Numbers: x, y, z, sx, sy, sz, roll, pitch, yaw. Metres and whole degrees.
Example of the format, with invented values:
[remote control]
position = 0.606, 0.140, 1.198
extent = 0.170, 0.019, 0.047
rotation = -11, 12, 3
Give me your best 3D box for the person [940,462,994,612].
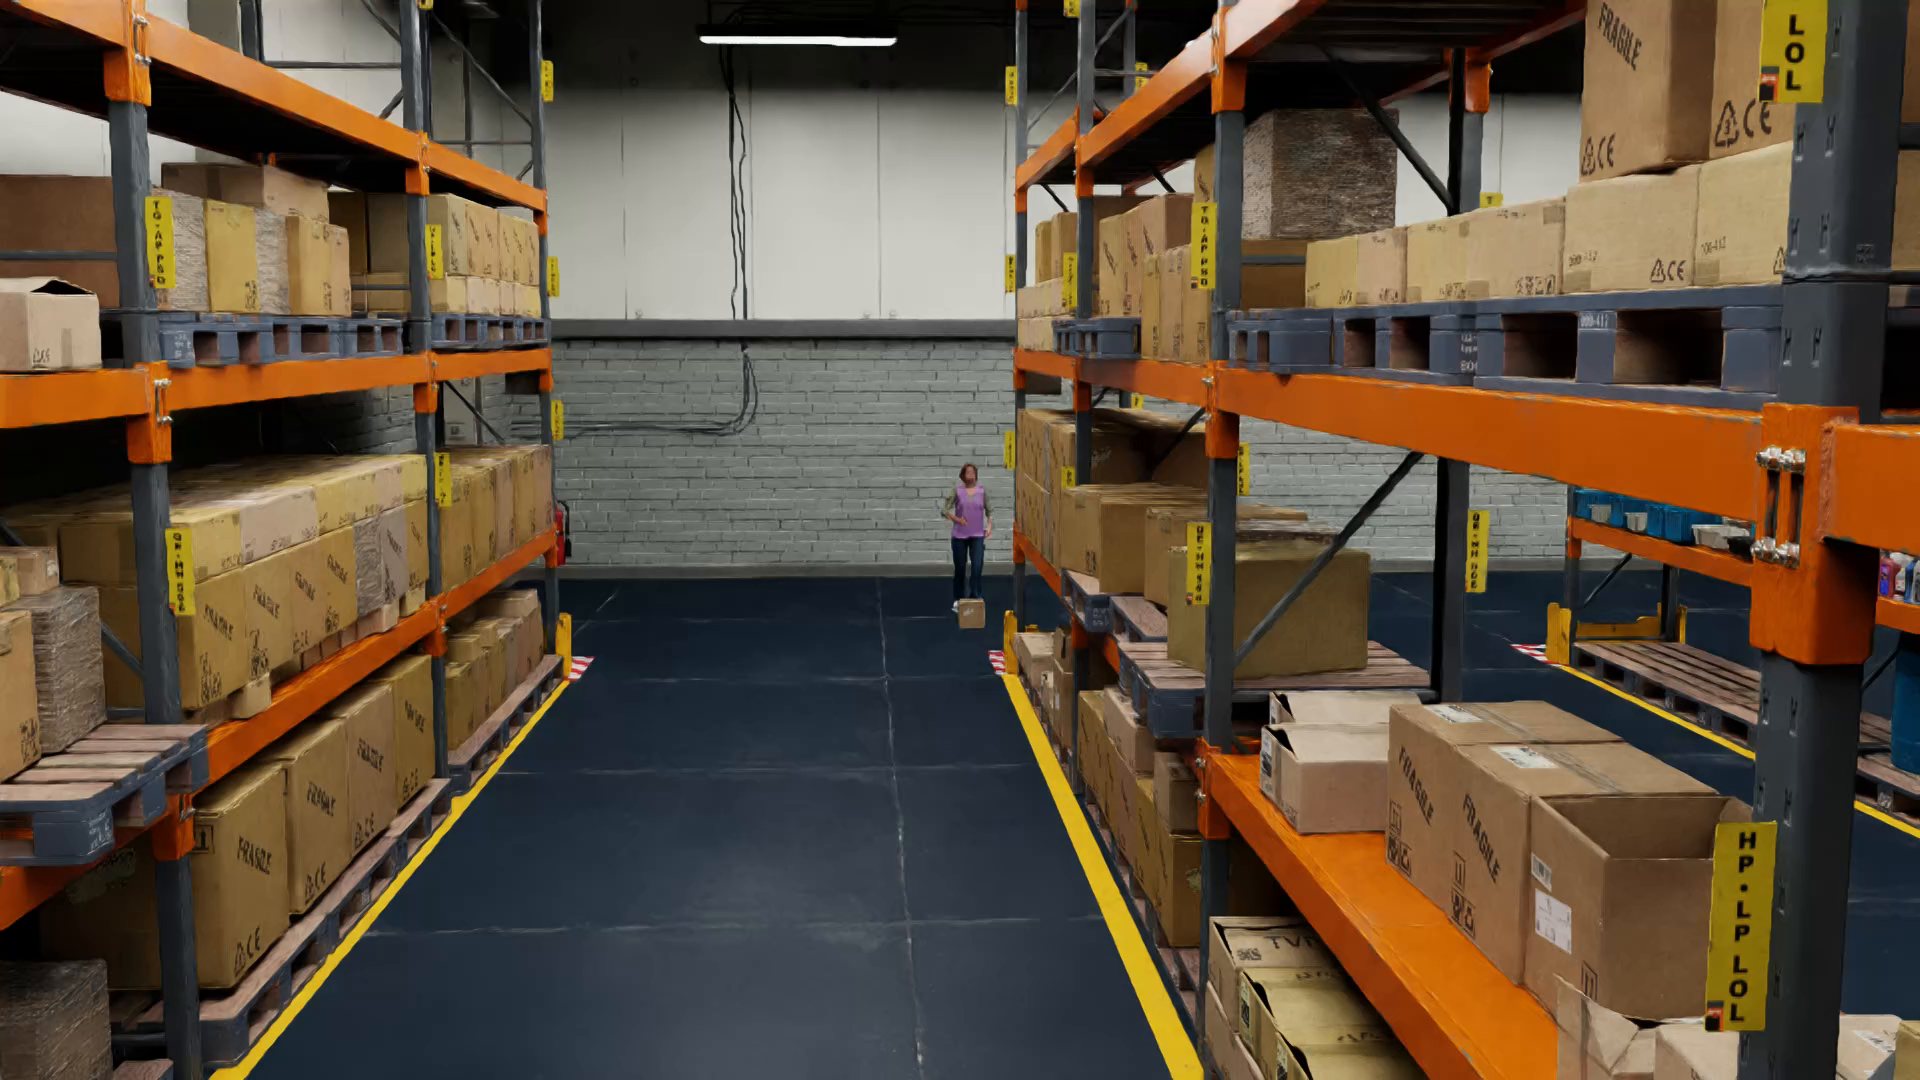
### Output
[person]
position = 0.105, -0.010, 17.278
extent = 0.586, 1.581, 0.704
rotation = -1, 7, -9
